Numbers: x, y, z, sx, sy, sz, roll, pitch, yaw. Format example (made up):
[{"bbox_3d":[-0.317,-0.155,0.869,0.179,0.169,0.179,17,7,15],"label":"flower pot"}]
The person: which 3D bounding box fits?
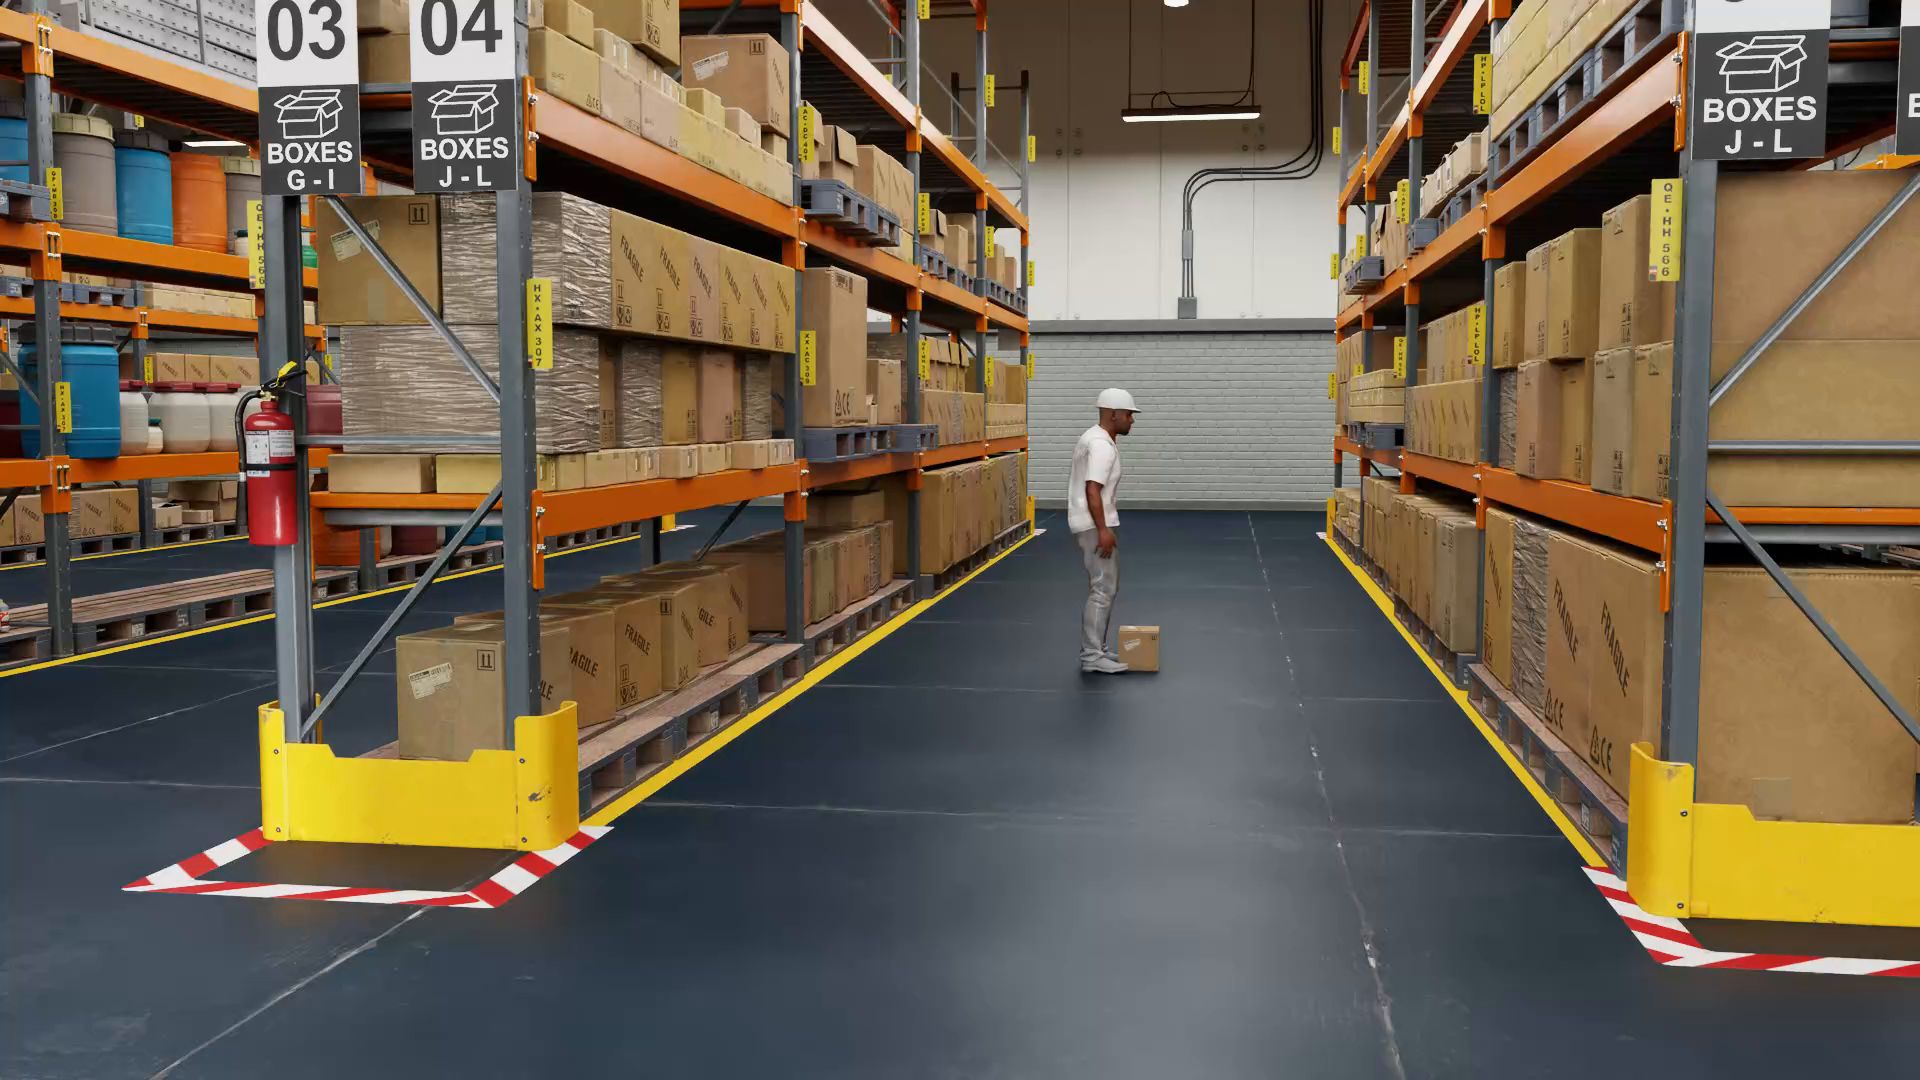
[{"bbox_3d":[0.906,-0.071,10.444,0.463,1.760,0.632,1,4,8],"label":"person"}]
